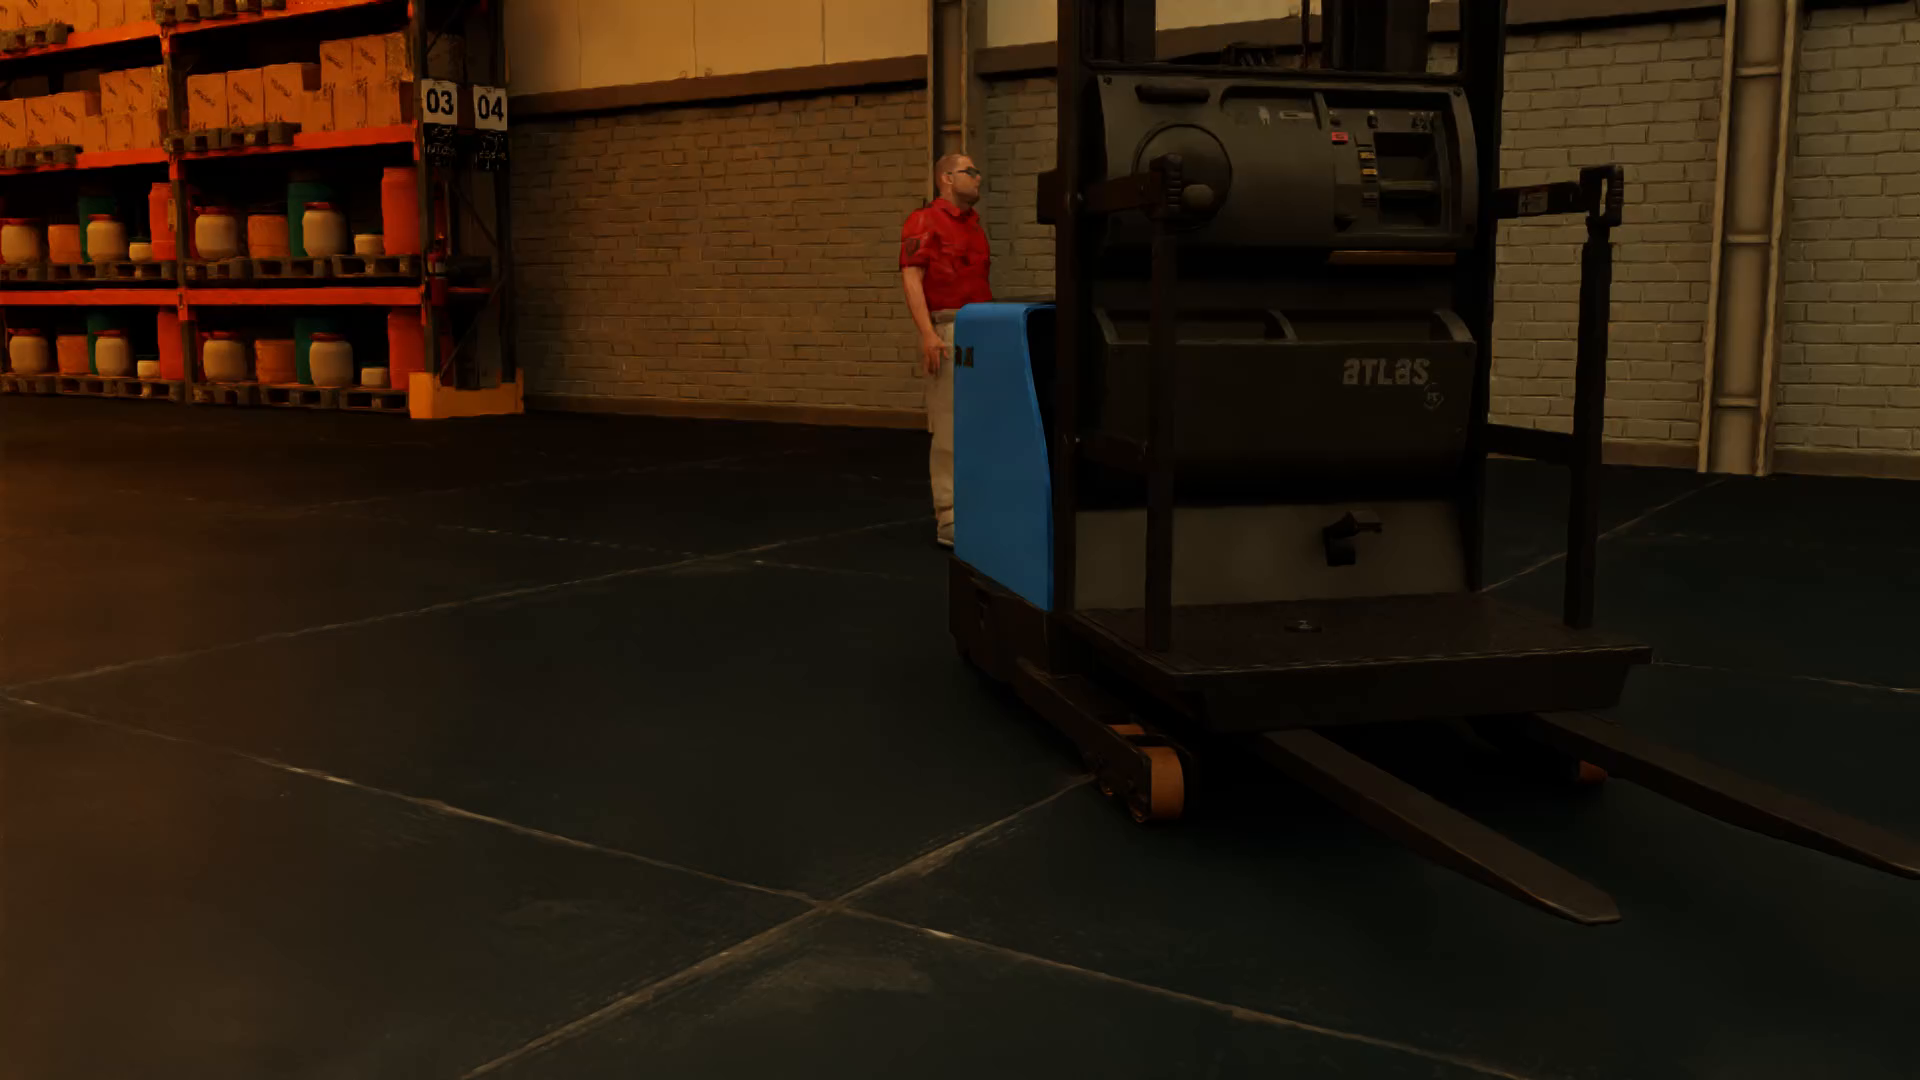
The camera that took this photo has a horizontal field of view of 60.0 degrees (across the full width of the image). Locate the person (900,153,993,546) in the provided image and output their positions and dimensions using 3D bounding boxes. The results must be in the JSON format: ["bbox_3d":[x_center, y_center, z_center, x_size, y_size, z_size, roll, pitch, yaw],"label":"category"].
[{"bbox_3d":[0.068,-0.855,7.421,0.550,1.726,0.640,5,10,34],"label":"person"}]

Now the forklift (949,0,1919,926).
[{"bbox_3d":[0.822,-0.920,3.661,1.130,2.935,3.031,-2,8,-14],"label":"forklift"}]
